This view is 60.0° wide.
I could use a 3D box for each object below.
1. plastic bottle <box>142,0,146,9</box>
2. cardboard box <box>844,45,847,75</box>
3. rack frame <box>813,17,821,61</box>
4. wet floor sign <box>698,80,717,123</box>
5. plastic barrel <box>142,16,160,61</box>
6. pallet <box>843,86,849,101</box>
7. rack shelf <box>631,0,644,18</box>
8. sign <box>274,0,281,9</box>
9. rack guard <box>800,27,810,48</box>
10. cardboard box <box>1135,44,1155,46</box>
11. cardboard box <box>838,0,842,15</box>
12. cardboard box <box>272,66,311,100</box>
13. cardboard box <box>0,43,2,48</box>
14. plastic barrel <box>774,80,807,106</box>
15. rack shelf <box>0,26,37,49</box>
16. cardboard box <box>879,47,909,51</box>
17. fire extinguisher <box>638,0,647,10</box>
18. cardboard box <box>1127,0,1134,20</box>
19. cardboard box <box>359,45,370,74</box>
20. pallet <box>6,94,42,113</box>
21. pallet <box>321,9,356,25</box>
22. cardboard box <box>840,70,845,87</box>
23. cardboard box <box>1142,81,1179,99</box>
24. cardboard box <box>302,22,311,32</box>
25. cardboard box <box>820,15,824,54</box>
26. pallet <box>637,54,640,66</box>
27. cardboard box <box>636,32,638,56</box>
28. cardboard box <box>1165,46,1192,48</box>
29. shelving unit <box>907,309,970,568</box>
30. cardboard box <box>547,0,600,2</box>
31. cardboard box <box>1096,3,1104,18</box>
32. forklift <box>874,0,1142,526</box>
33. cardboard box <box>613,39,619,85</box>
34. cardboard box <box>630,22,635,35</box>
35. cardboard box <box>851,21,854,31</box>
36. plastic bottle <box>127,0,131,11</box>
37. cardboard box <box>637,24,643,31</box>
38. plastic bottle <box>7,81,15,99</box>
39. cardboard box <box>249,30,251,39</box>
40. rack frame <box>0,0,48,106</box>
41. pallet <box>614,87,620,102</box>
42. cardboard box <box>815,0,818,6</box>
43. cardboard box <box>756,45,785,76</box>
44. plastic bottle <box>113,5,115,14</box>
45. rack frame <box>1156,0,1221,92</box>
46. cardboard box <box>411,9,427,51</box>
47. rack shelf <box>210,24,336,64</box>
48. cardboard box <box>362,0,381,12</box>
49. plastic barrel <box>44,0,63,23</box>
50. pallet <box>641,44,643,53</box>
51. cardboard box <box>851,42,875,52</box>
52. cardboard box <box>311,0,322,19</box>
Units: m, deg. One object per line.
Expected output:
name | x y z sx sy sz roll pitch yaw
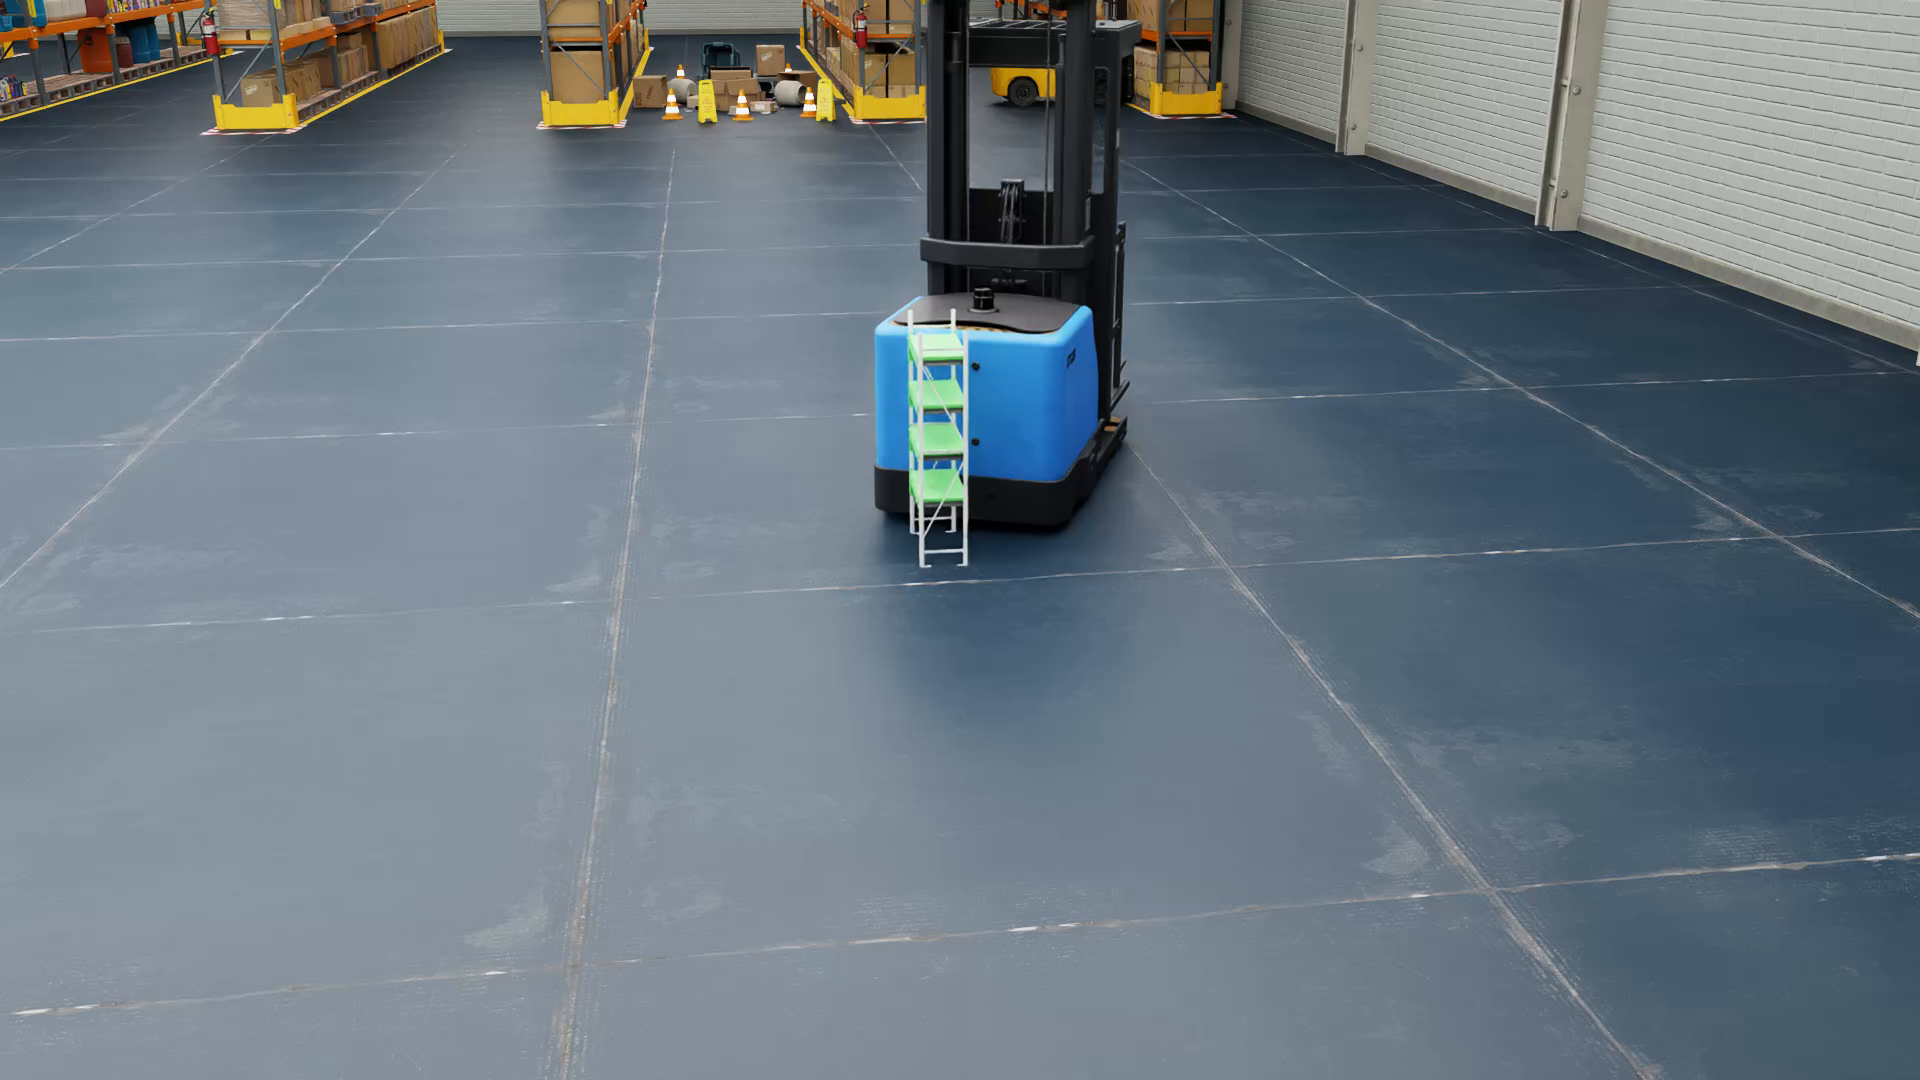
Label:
plastic bottle | -17.051 -11.201 34.597 0.152 0.276 0.135 -3 21 -8
cardboard box | -1.804 -8.564 29.617 0.500 0.500 0.500 -2 21 -6
rack frame | -2.864 -12.477 37.835 1.000 3.000 0.127 -3 21 -8
wet floor sign | -4.055 -7.024 26.601 0.267 0.644 0.232 -7 21 -17
plastic barrel | -17.510 -10.752 35.615 0.600 0.901 0.708 -3 21 -8
pallet | -1.579 -8.170 30.289 1.003 0.211 1.213 -3 21 -8
rack shelf | -8.036 -12.548 39.053 1.077 0.370 4.000 -3 21 -8
sign | -10.404 -8.255 25.295 0.100 0.325 0.005 -3 21 -8
rack guard | -3.444 -12.699 42.003 1.175 0.500 0.348 -3 21 -8
cardboard box | 3.174 -8.621 29.412 0.500 0.250 0.500 -3 21 -9
cardboard box | -1.924 -9.727 29.904 0.500 0.500 0.500 -3 21 -8
cardboard box | -11.242 -7.684 27.974 0.500 0.500 0.500 -5 21 -13
cardboard box | -22.729 -11.723 38.760 0.500 0.500 0.500 -3 21 -8
plastic barrel | -2.930 -7.754 28.872 0.512 0.421 0.421 12 24 30
rack shelf | -16.131 -7.928 26.684 1.077 0.370 4.000 -3 21 -8
cardboard box | -1.125 -8.238 28.745 0.500 0.500 0.500 -3 21 -7
fire extinguisher | -7.904 -13.477 41.156 0.296 0.674 0.183 -3 21 -8
cardboard box | 3.223 -9.309 29.210 0.500 0.500 0.500 -3 21 -7
cardboard box | -11.978 -9.396 32.531 0.700 0.500 0.500 -4 21 -11
pallet | -16.363 -7.417 28.272 1.003 0.211 1.213 -3 21 -8
pallet | -11.484 -9.389 29.842 1.003 0.211 1.213 -3 21 -8
cardboard box | -1.893 -8.398 30.243 0.500 0.250 0.500 -4 21 -10
cardboard box | 3.396 -7.629 28.185 0.500 0.250 0.500 -3 21 -7
cardboard box | -10.994 -8.510 27.573 0.380 0.149 0.250 -3 21 -8
cardboard box | -2.696 -11.468 37.569 0.875 0.875 0.875 -2 21 -6
pallet | -7.634 -10.616 36.839 1.003 0.211 1.213 -3 21 -8
cardboard box | -7.392 -10.974 36.785 0.500 0.500 0.500 -3 21 -9
cardboard box | 3.758 -8.473 29.016 0.500 0.250 0.500 -3 21 -8
shelving unit | -0.112 -0.513 8.374 0.258 1.200 0.503 -3 21 -7
cardboard box | -6.033 -8.744 26.083 0.875 0.550 0.550 -3 21 -8
cardboard box | 2.869 -10.050 31.551 0.500 0.250 0.500 -2 21 -7
forklift | 0.414 -1.931 9.697 1.130 2.935 3.031 5 21 14
cardboard box | -6.773 -8.776 30.540 1.050 0.750 0.750 -3 21 -8
cardboard box | -7.239 -10.963 35.683 0.500 0.250 0.500 -4 21 -10
cardboard box | -1.629 -8.583 27.768 0.380 0.149 0.250 -3 21 -7
plastic bottle | -16.859 -10.856 33.662 0.061 0.283 0.133 -3 21 -8
cardboard box | -7.855 -12.373 40.182 0.380 0.149 0.250 -3 21 -9
plastic bottle | -15.948 -7.562 27.929 0.061 0.283 0.133 -2 21 -4
cardboard box | -11.222 -7.879 25.885 0.380 0.149 0.250 -3 21 -8
rack frame | -16.419 -8.957 28.412 1.000 3.000 0.127 -3 21 -8
pallet | -6.563 -7.849 29.429 1.003 0.211 1.213 -3 21 -8
cardboard box | -2.865 -11.710 35.996 0.500 0.250 0.500 -3 21 -9
cardboard box | -3.468 -8.791 30.456 0.500 0.500 0.500 -3 21 -8
plastic bottle | -16.742 -10.491 32.801 0.097 0.201 0.097 0 20 0
rack frame | 3.777 -8.574 27.385 1.000 3.000 0.127 -3 21 -8
cardboard box | -12.817 -11.723 38.252 0.875 0.875 0.875 -3 21 -8
rack shelf | -11.229 -8.178 27.353 1.077 0.370 4.000 -3 21 -8
cardboard box | -11.895 -10.821 33.259 0.500 0.500 0.500 -2 21 -6
plastic barrel | -16.445 -9.617 29.985 0.433 0.535 0.433 0 20 0
pallet | -8.232 -11.962 40.441 1.003 0.211 1.213 -3 21 -8
cardboard box | -1.627 -8.274 27.913 0.380 0.149 0.250 -2 21 -6
cardboard box | -11.514 -9.235 28.586 0.875 0.500 0.500 -3 21 -8
